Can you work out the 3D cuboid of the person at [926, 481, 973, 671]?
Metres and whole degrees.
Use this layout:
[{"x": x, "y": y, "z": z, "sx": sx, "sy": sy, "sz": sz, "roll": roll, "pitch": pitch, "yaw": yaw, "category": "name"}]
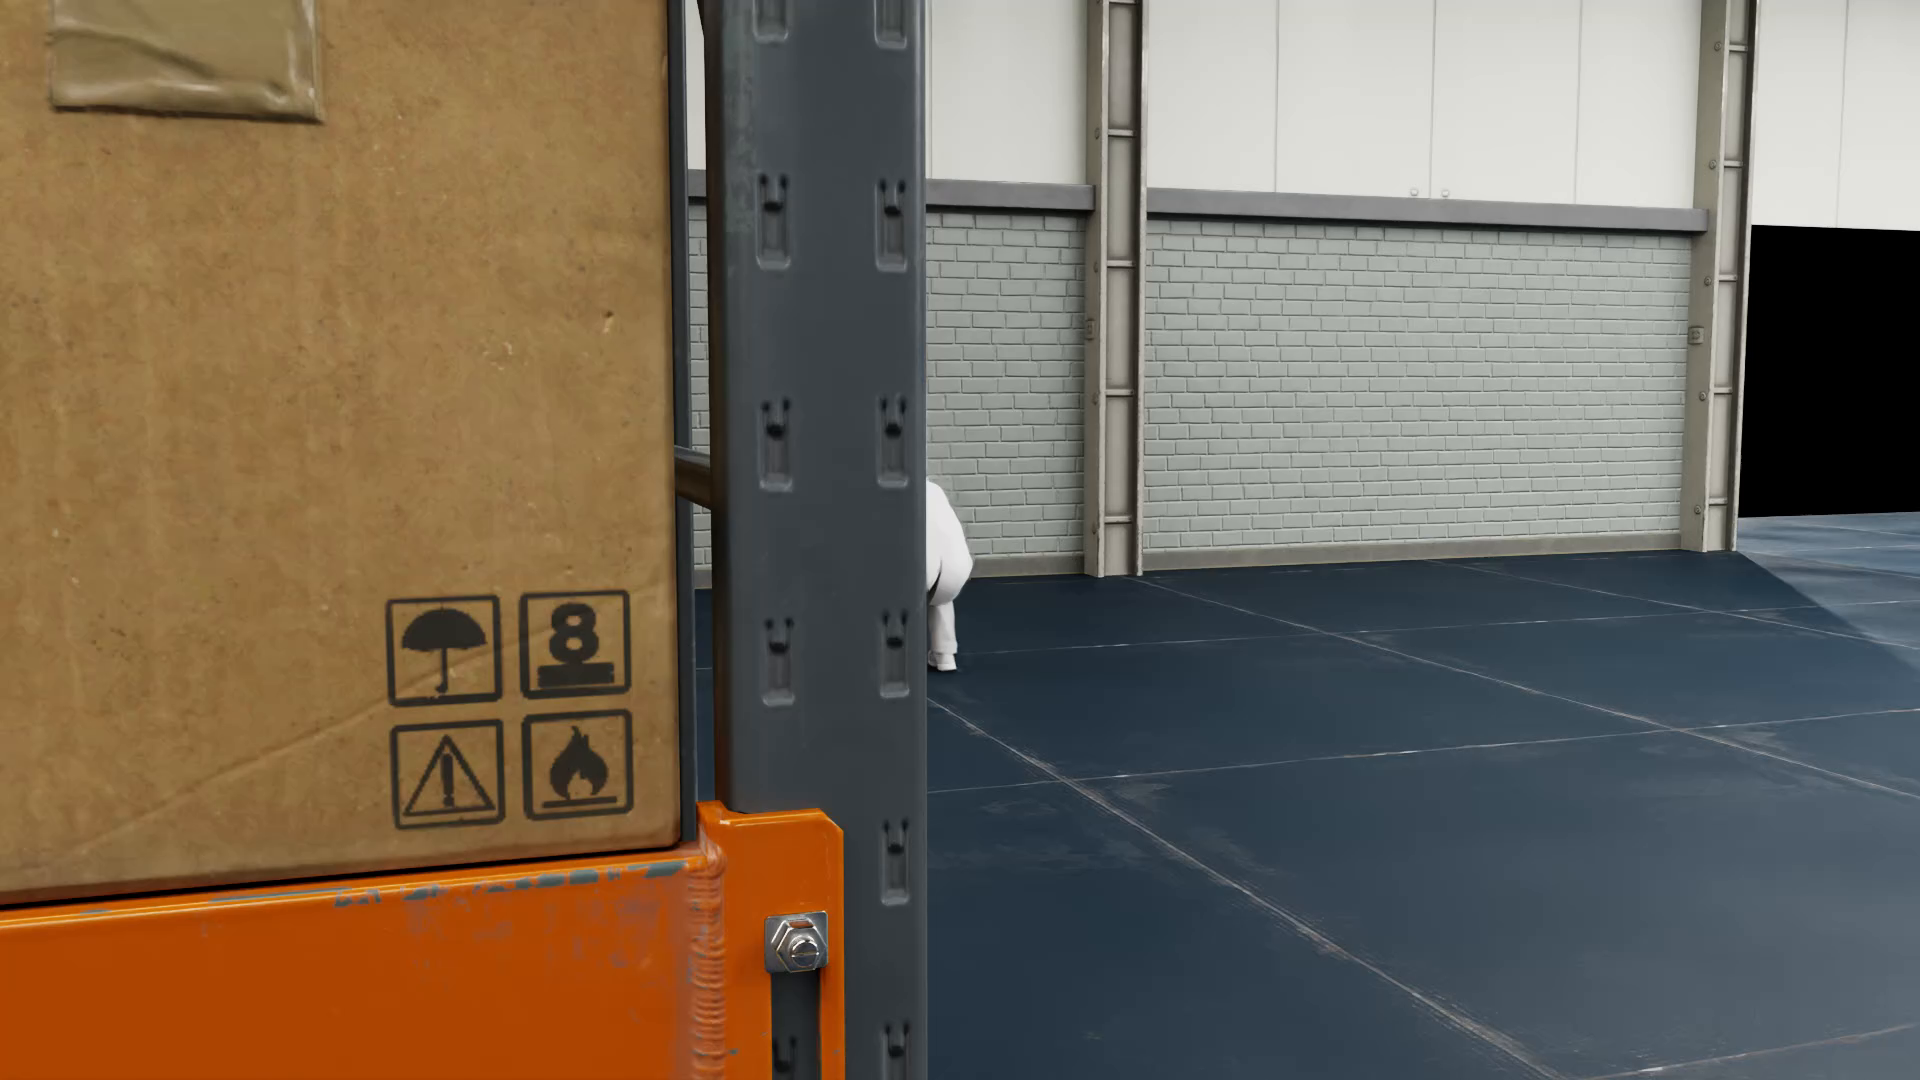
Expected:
[{"x": -0.266, "y": 0.144, "z": 9.137, "sx": 0.616, "sy": 1.125, "sz": 0.854, "roll": -2, "pitch": 6, "yaw": -19, "category": "person"}]
